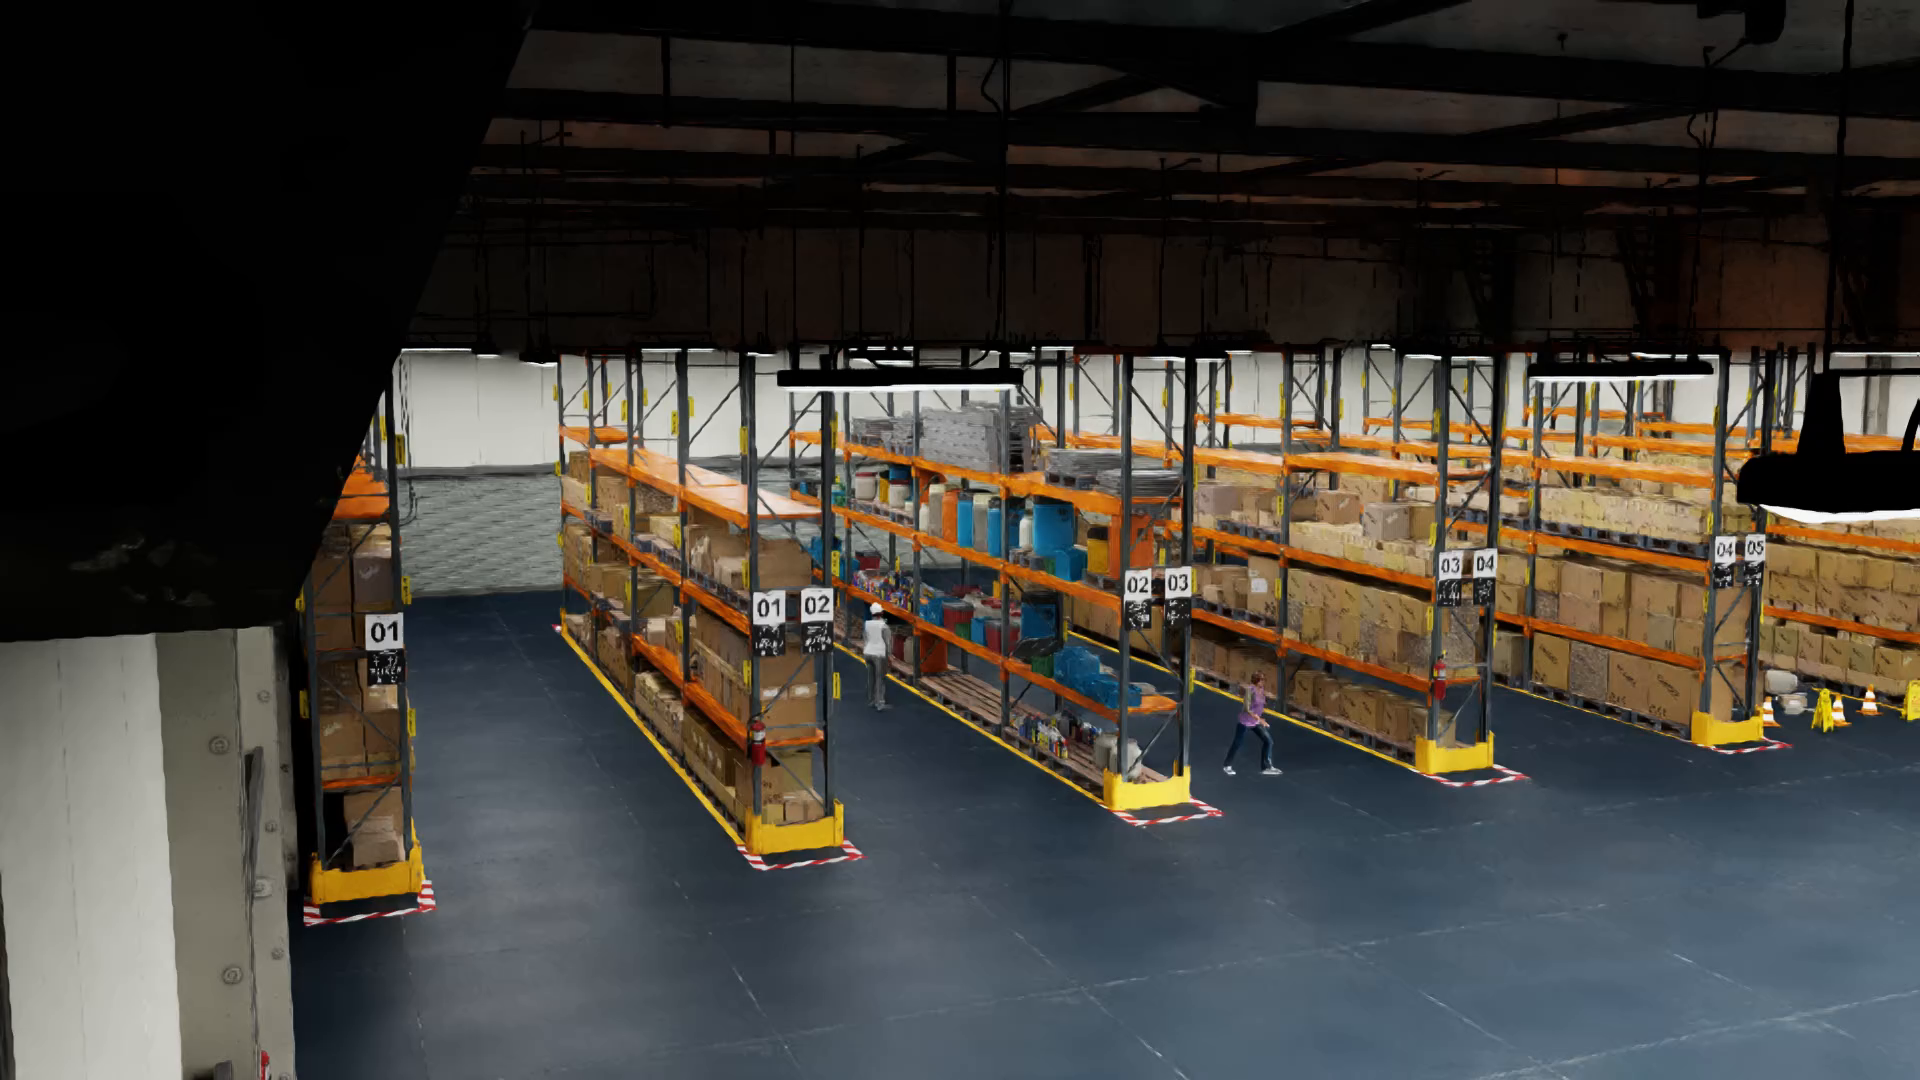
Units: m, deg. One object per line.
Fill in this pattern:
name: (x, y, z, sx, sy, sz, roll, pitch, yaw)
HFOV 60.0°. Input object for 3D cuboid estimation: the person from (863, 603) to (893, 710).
person: (-1.353, 1.917, 27.768, 0.584, 1.776, 0.450, 5, 9, 37)

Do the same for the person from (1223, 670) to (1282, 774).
person: (4.120, 2.578, 23.556, 0.563, 1.531, 0.755, -6, 10, -41)
